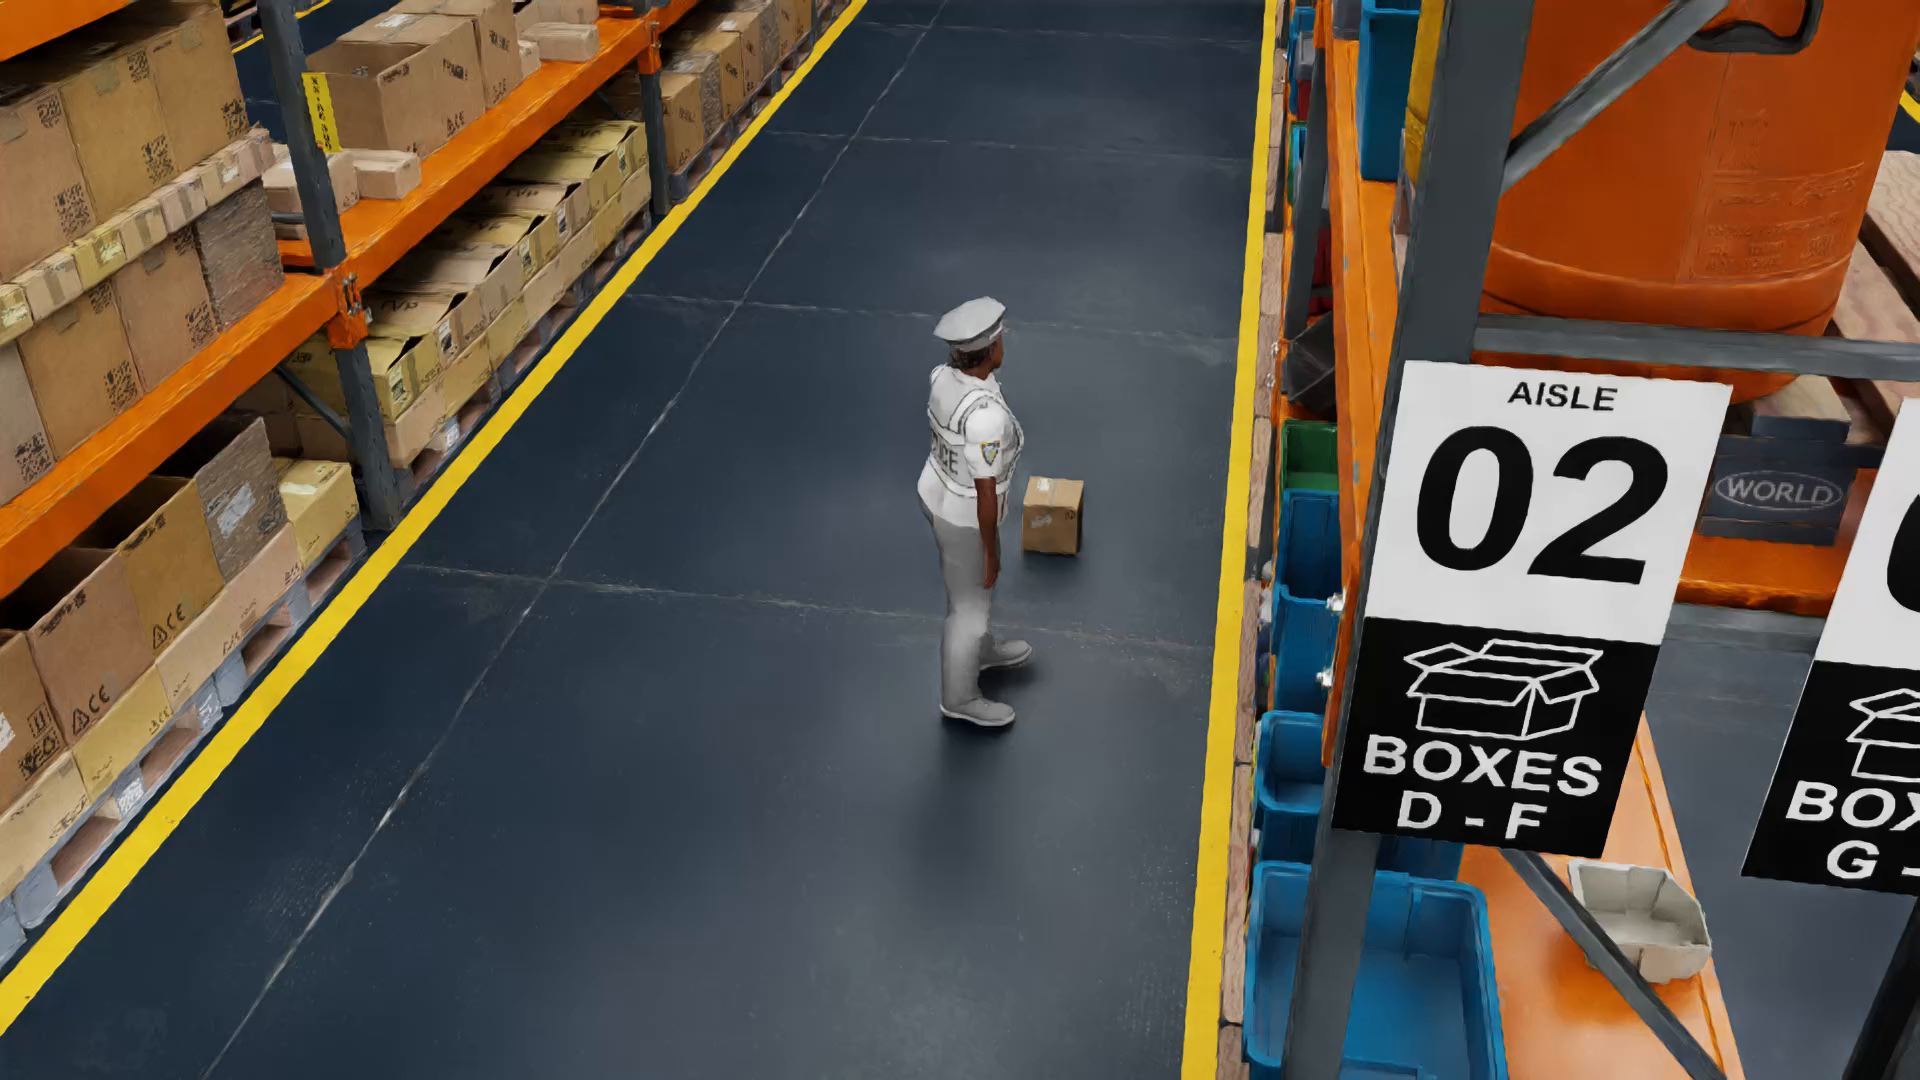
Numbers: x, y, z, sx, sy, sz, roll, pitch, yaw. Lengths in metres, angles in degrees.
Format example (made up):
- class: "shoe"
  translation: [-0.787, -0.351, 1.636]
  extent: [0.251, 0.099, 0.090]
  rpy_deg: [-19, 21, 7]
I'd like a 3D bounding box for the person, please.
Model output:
- class: "person"
  translation: [0.107, -0.093, 6.245]
  extent: [0.488, 1.675, 0.520]
  rpy_deg: [-11, 34, -17]
